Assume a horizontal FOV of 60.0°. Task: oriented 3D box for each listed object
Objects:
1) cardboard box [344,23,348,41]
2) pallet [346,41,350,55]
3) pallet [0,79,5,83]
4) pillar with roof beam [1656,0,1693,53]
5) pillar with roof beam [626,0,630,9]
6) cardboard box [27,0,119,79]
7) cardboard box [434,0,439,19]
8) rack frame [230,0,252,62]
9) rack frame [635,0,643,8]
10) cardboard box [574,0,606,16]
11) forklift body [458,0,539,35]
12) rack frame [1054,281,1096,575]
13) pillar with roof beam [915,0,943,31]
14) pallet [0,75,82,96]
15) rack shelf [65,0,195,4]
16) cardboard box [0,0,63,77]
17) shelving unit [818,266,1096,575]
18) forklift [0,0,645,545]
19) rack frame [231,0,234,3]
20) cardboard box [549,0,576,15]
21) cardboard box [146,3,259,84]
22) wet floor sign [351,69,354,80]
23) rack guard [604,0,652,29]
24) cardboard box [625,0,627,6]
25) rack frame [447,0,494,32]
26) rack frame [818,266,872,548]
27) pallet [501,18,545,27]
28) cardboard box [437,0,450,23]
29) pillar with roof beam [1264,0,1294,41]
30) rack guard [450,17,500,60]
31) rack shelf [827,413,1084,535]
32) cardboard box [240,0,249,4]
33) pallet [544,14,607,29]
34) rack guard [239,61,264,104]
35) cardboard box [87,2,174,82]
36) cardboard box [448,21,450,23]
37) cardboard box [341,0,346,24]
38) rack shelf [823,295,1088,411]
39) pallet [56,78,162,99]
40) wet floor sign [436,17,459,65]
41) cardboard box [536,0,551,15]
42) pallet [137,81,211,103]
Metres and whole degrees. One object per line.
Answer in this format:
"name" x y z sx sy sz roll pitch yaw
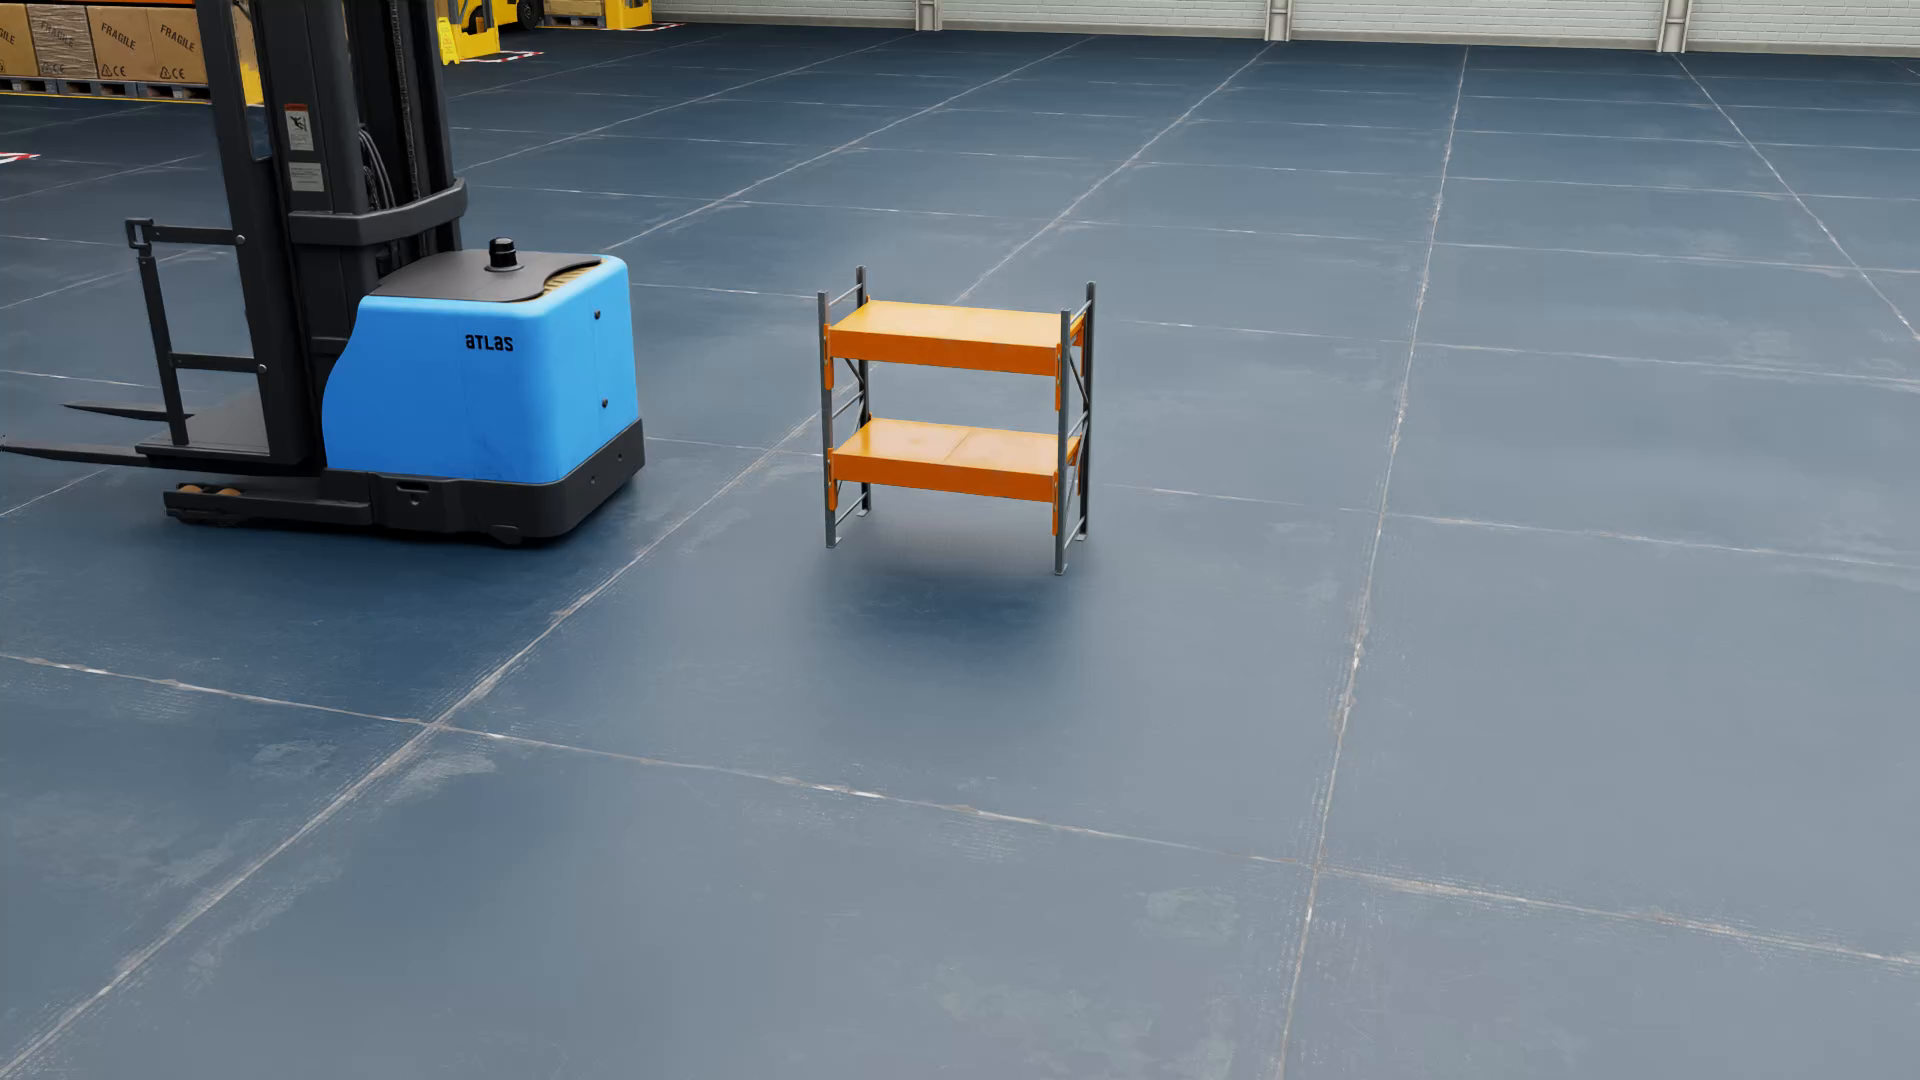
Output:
"cardboard box" -9.153 -7.721 25.209 0.500 0.250 0.500 6 23 14
"pallet" -9.309 -7.647 25.635 1.213 0.211 1.003 7 23 16
"pallet" -13.228 -6.089 21.835 1.213 0.211 1.003 7 23 16
"pillar with roof beam" 9.708 -10.139 20.129 0.400 9.000 9.100 7 23 16
"pillar with roof beam" -7.524 -12.112 24.939 0.400 9.000 9.100 7 23 16
"cardboard box" -11.022 -6.341 21.023 0.875 0.875 0.875 7 23 16
"cardboard box" -8.147 -7.955 24.792 0.500 0.500 0.500 7 23 16
"rack frame" -8.638 -6.883 20.098 0.127 3.000 1.000 7 23 16
"rack frame" -5.875 -10.497 28.907 0.127 3.000 1.000 7 23 16
"cardboard box" -6.416 -9.355 29.195 0.500 0.250 0.500 7 23 16
"forklift body" -8.217 -9.649 27.959 1.214 2.155 2.313 7 23 16
"rack frame" 0.480 -0.465 6.922 0.032 1.125 0.500 7 23 16
"pillar with roof beam" -1.780 -11.454 23.336 0.400 9.000 9.100 7 23 16
"pallet" -11.762 -5.920 21.423 1.213 0.211 1.003 7 23 15
"rack shelf" -10.553 -6.770 20.769 4.000 0.370 1.077 7 23 16
"cardboard box" -11.886 -6.438 21.260 0.875 0.875 0.875 7 23 16
"shelving unit" -0.006 -0.521 7.058 1.048 1.125 0.538 7 23 16
"forklift" -3.078 -1.606 7.323 3.031 2.935 1.130 5 23 11
"rack frame" -13.534 -11.373 31.045 0.127 3.000 1.000 7 23 16
"cardboard box" -6.889 -9.413 29.336 0.500 0.250 0.500 7 23 15
"cardboard box" -9.306 -6.145 20.544 0.875 0.875 0.875 7 23 16
"wet floor sign" -8.038 -6.510 22.290 0.232 0.644 0.267 3 22 6
"rack guard" -5.852 -9.337 29.375 0.348 0.500 1.175 7 23 16
"cardboard box" -6.288 -9.544 29.653 0.500 0.250 0.500 7 23 16
"rack frame" -7.305 -8.693 24.509 0.127 3.000 1.000 7 23 16
"rack frame" -0.493 -0.577 7.194 0.032 1.125 0.500 7 23 16
"pallet" -7.783 -9.410 29.931 1.213 0.211 1.003 7 23 15
"cardboard box" -8.020 -8.153 25.275 0.500 0.500 0.500 6 23 14
"pillar with roof beam" 3.964 -10.796 21.732 0.400 9.000 9.100 7 23 16
"rack guard" -7.378 -7.544 25.004 0.348 0.500 1.175 7 23 16
"rack shelf" -0.006 -0.295 7.151 1.000 0.278 0.538 7 23 16
"cardboard box" -10.648 -8.237 25.481 0.500 0.500 0.500 8 24 18
"pallet" -6.619 -9.275 29.603 1.213 0.211 1.003 7 23 16
"rack guard" -8.615 -5.724 20.566 0.348 0.500 1.175 7 23 16
"cardboard box" -10.149 -6.240 20.777 0.875 0.875 0.875 6 23 15
"cardboard box" -7.997 -7.804 25.412 0.500 0.250 0.500 6 23 15
"cardboard box" -9.129 -8.069 25.070 0.500 0.500 0.500 6 23 14
"rack shelf" -0.006 -0.792 6.947 1.000 0.278 0.538 7 23 16
"pallet" -10.590 -5.787 21.099 1.213 0.211 1.003 7 23 15
"wet floor sign" -7.432 -7.194 23.957 0.232 0.644 0.267 16 27 34
"cardboard box" -7.366 -9.471 29.478 0.500 0.250 0.500 7 23 16
"pallet" -9.426 -5.652 20.771 1.213 0.211 1.003 7 23 15
